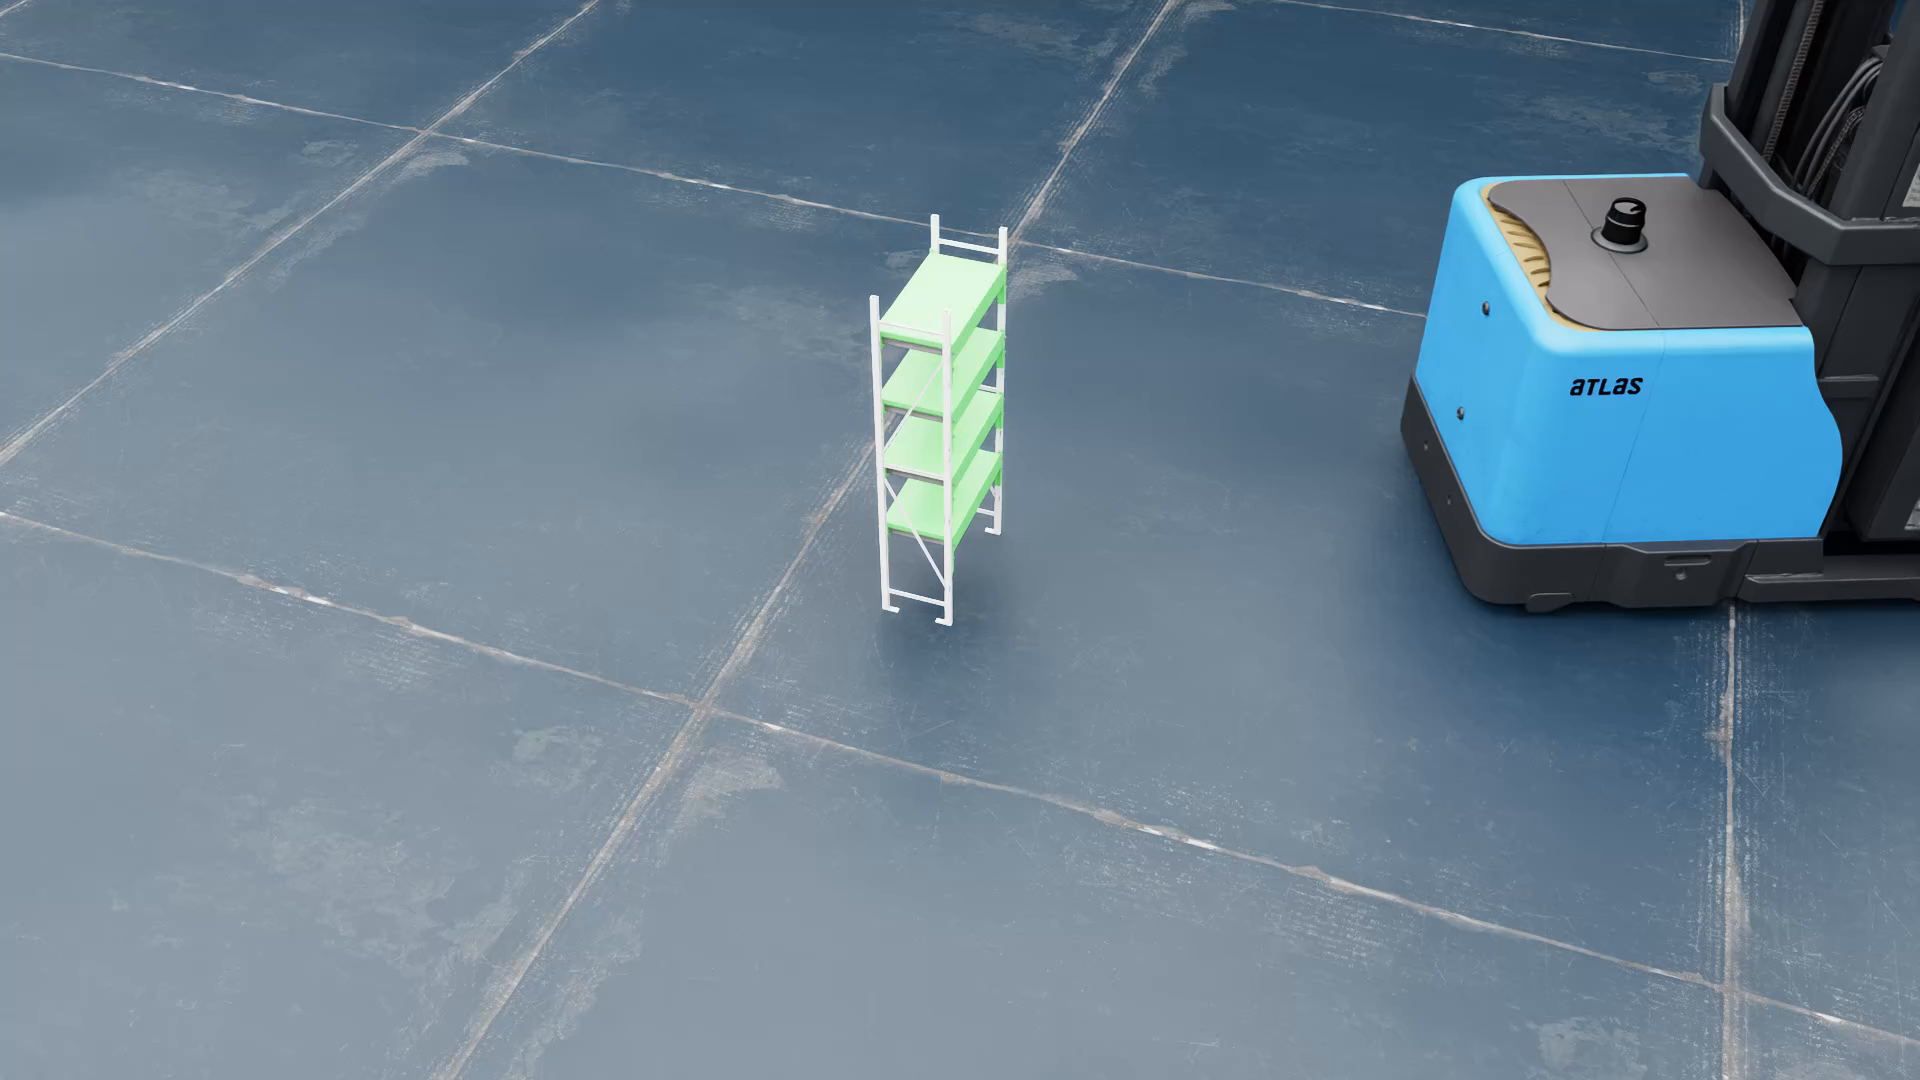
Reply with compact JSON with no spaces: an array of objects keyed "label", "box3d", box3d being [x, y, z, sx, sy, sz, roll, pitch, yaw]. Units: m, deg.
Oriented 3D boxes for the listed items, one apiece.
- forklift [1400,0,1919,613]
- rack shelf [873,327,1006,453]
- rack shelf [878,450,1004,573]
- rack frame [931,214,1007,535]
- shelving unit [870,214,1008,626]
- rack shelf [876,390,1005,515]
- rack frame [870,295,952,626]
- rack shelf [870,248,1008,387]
[{"label":"forklift","box3d":[3.150,-1.232,4.936,3.031,2.935,1.130,-2,40,-2]},{"label":"rack shelf","box3d":[-0.057,-0.489,5.128,0.258,0.148,0.480,13,42,15]},{"label":"rack shelf","box3d":[-0.057,-0.124,5.439,0.258,0.148,0.480,13,42,15]},{"label":"rack frame","box3d":[0.027,-0.504,5.417,0.240,1.200,0.015,13,42,15]},{"label":"shelving unit","box3d":[-0.057,-0.355,5.242,0.258,1.200,0.503,13,42,15]},{"label":"rack shelf","box3d":[-0.057,-0.307,5.284,0.258,0.148,0.480,13,42,15]},{"label":"rack frame","box3d":[-0.140,-0.207,5.068,0.240,1.200,0.015,13,42,15]},{"label":"rack shelf","box3d":[-0.057,-0.672,4.972,0.258,0.148,0.480,13,42,15]}]
